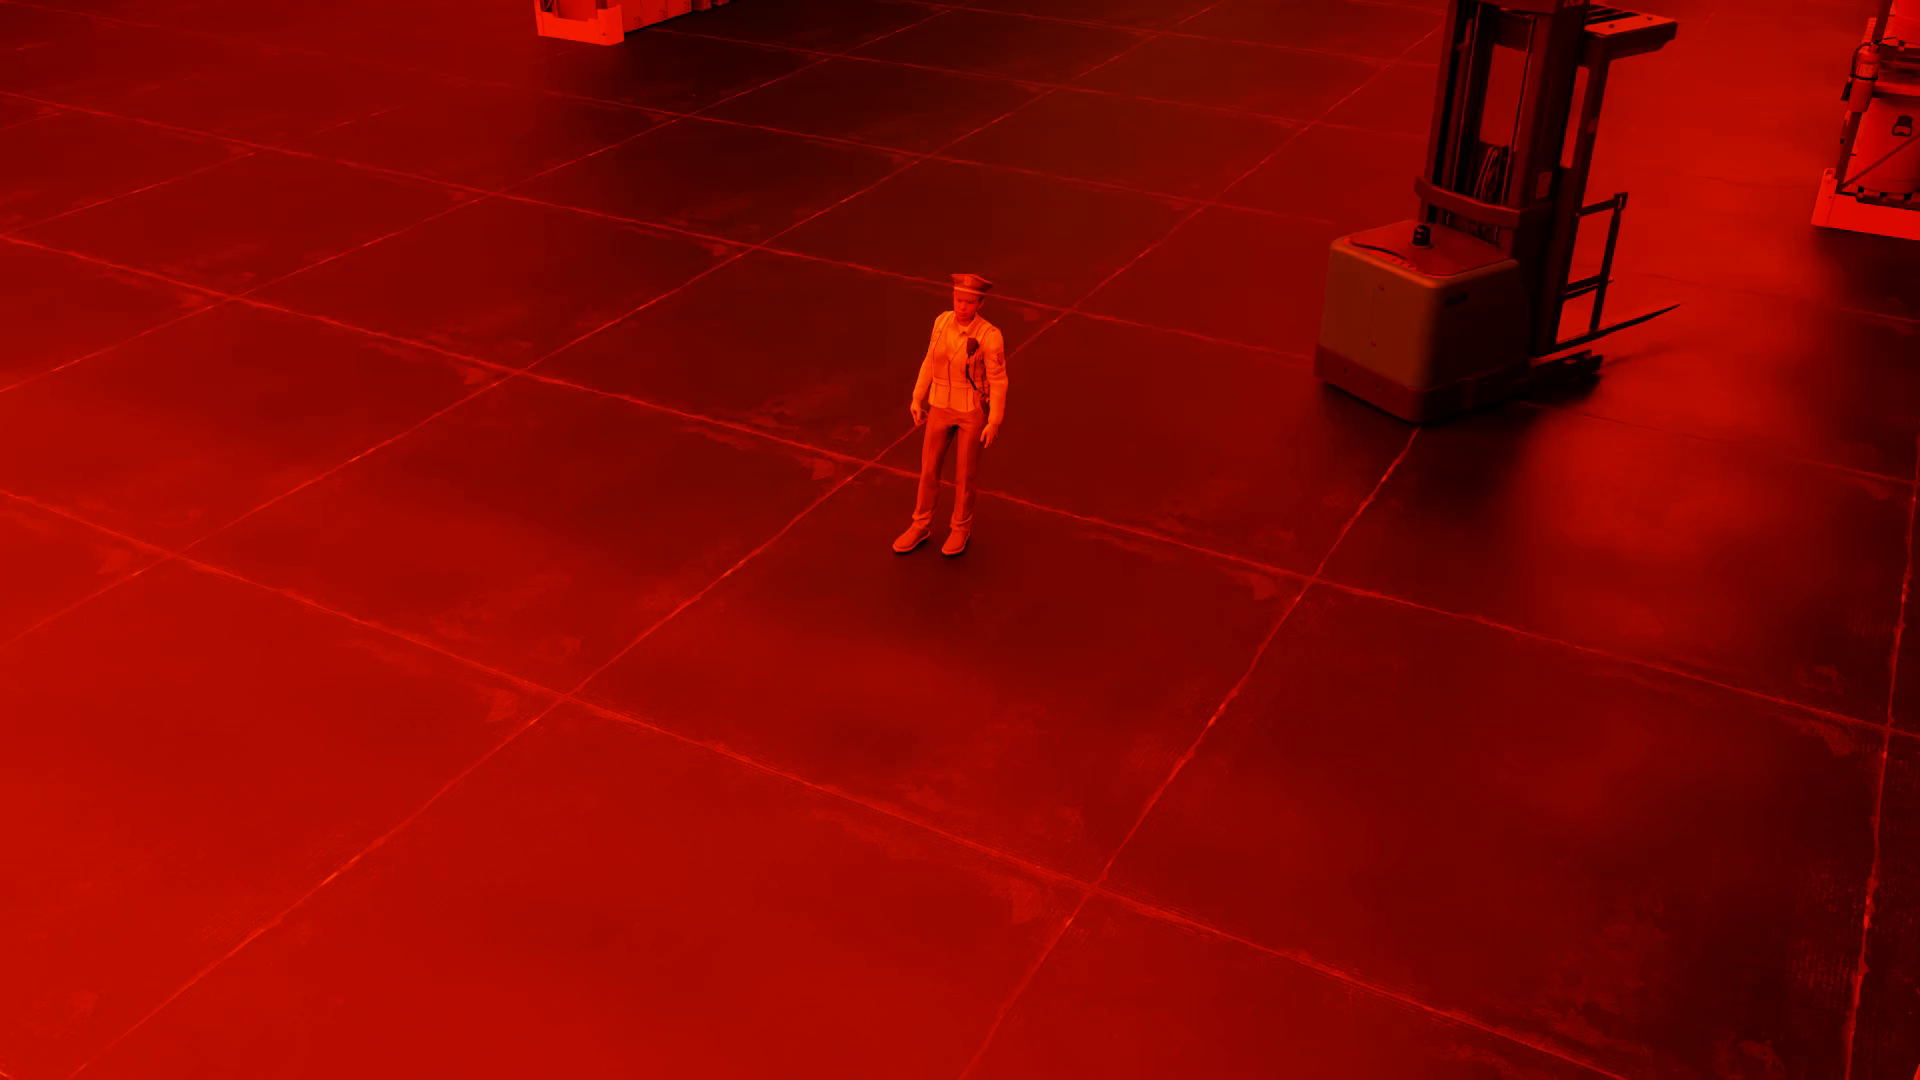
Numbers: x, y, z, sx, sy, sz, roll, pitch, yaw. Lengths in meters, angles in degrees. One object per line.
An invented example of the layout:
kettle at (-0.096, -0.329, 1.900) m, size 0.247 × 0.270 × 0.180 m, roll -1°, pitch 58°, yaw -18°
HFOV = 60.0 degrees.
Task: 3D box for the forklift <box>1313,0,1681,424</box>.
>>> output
forklift at (4.049, -2.610, 11.593) m, size 3.031 × 2.935 × 1.130 m, roll -18°, pitch 35°, yaw -28°

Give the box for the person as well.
person at (-0.039, -0.712, 9.526) m, size 0.587 × 1.695 × 0.531 m, roll 15°, pitch 33°, yaw 25°
